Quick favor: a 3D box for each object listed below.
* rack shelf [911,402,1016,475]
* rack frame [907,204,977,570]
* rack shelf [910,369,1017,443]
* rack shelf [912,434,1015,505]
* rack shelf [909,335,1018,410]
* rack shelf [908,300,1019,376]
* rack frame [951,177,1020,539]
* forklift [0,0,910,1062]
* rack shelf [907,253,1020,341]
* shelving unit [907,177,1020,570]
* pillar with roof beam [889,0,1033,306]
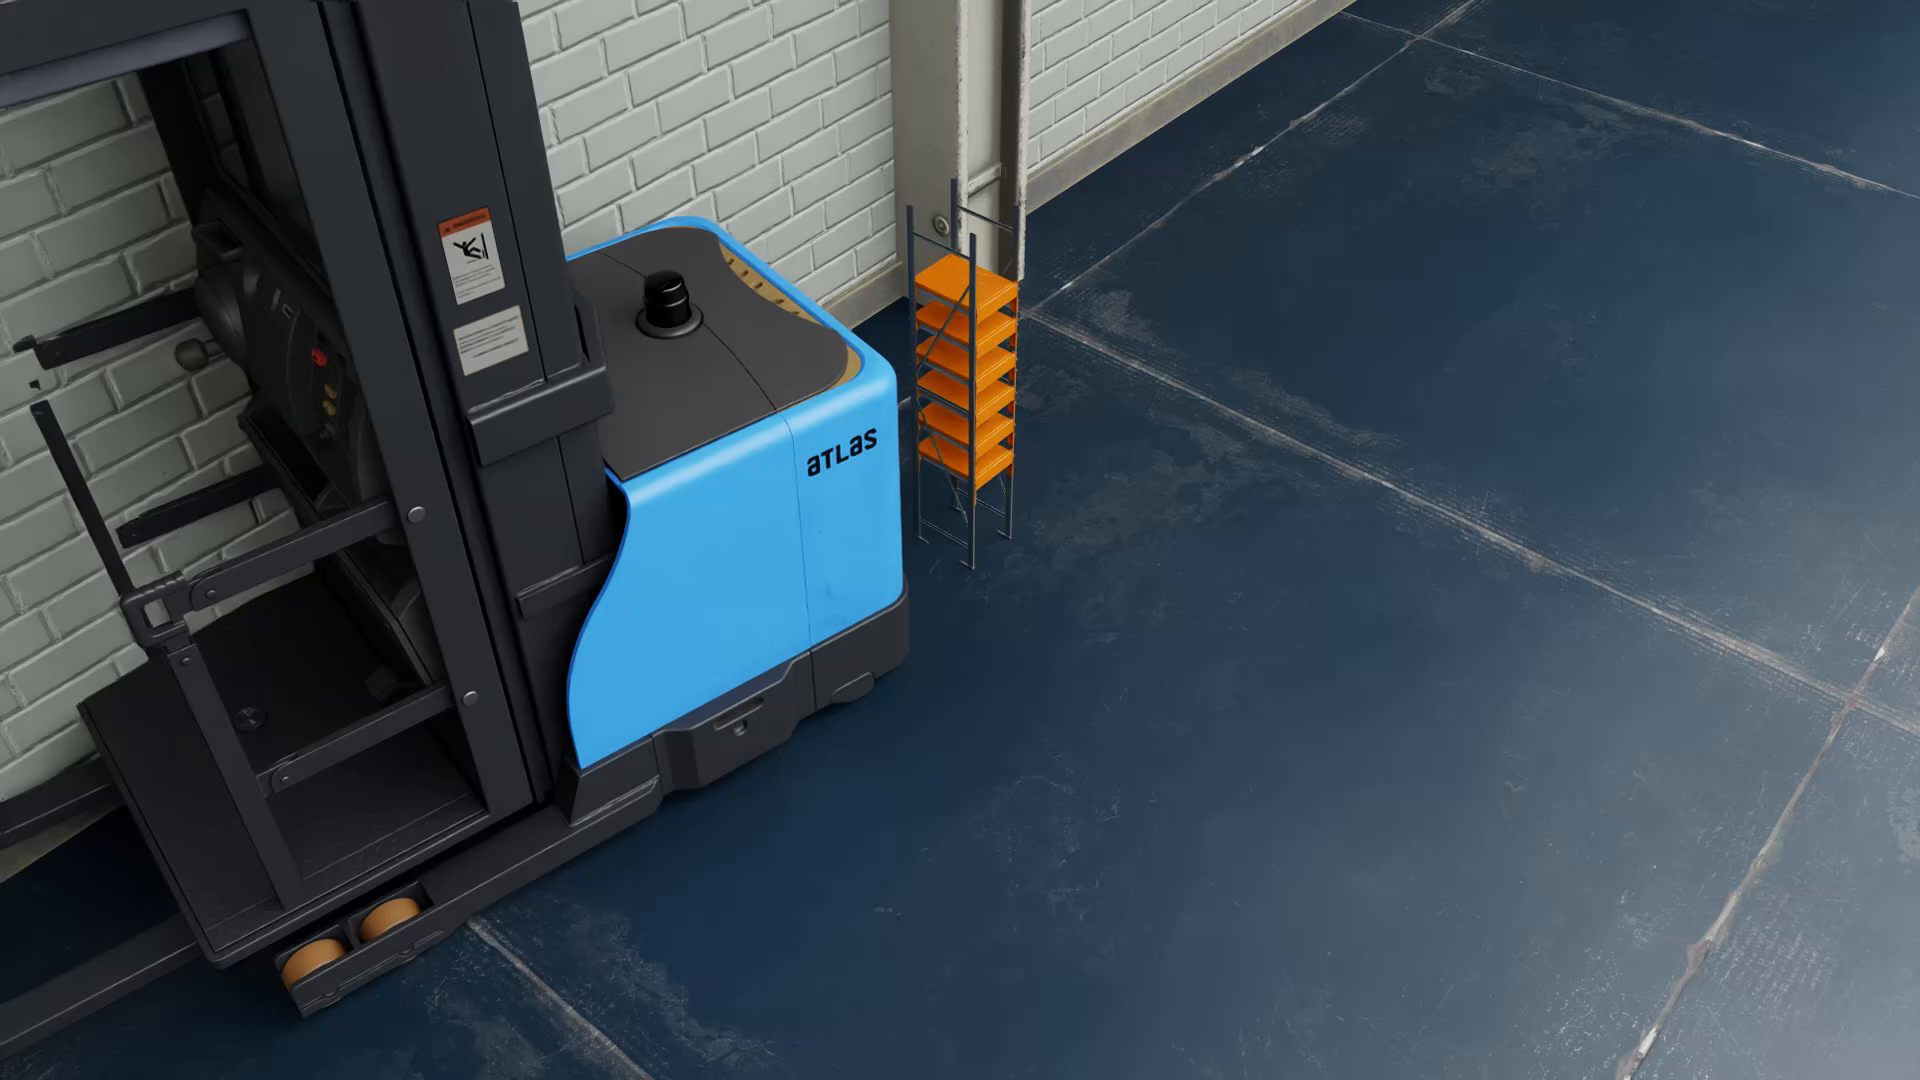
[{"bbox_3d":[0.009,-0.330,4.965,0.258,0.103,0.180,29,50,28],"label":"rack shelf"},{"bbox_3d":[-0.050,-0.404,4.803,0.240,1.200,0.006,29,50,28],"label":"rack frame"},{"bbox_3d":[0.009,-0.419,4.884,0.258,0.103,0.180,29,50,28],"label":"rack shelf"},{"bbox_3d":[0.009,-0.241,5.046,0.258,0.103,0.180,29,50,28],"label":"rack shelf"},{"bbox_3d":[0.009,-0.507,4.804,0.258,0.103,0.180,29,50,28],"label":"rack shelf"},{"bbox_3d":[0.009,-0.596,4.723,0.258,0.103,0.180,29,50,28],"label":"rack shelf"},{"bbox_3d":[0.068,-0.498,4.906,0.240,1.200,0.006,29,50,28],"label":"rack frame"},{"bbox_3d":[-1.618,-0.364,3.471,3.031,2.935,1.130,-28,49,-27],"label":"forklift"},{"bbox_3d":[0.009,-0.685,4.642,0.258,0.103,0.180,29,50,28],"label":"rack shelf"},{"bbox_3d":[0.009,-0.451,4.855,0.258,1.200,0.189,29,50,28],"label":"shelving unit"},{"bbox_3d":[3.299,-2.438,1.242,9.100,9.000,0.400,29,50,28],"label":"pillar with roof beam"}]
